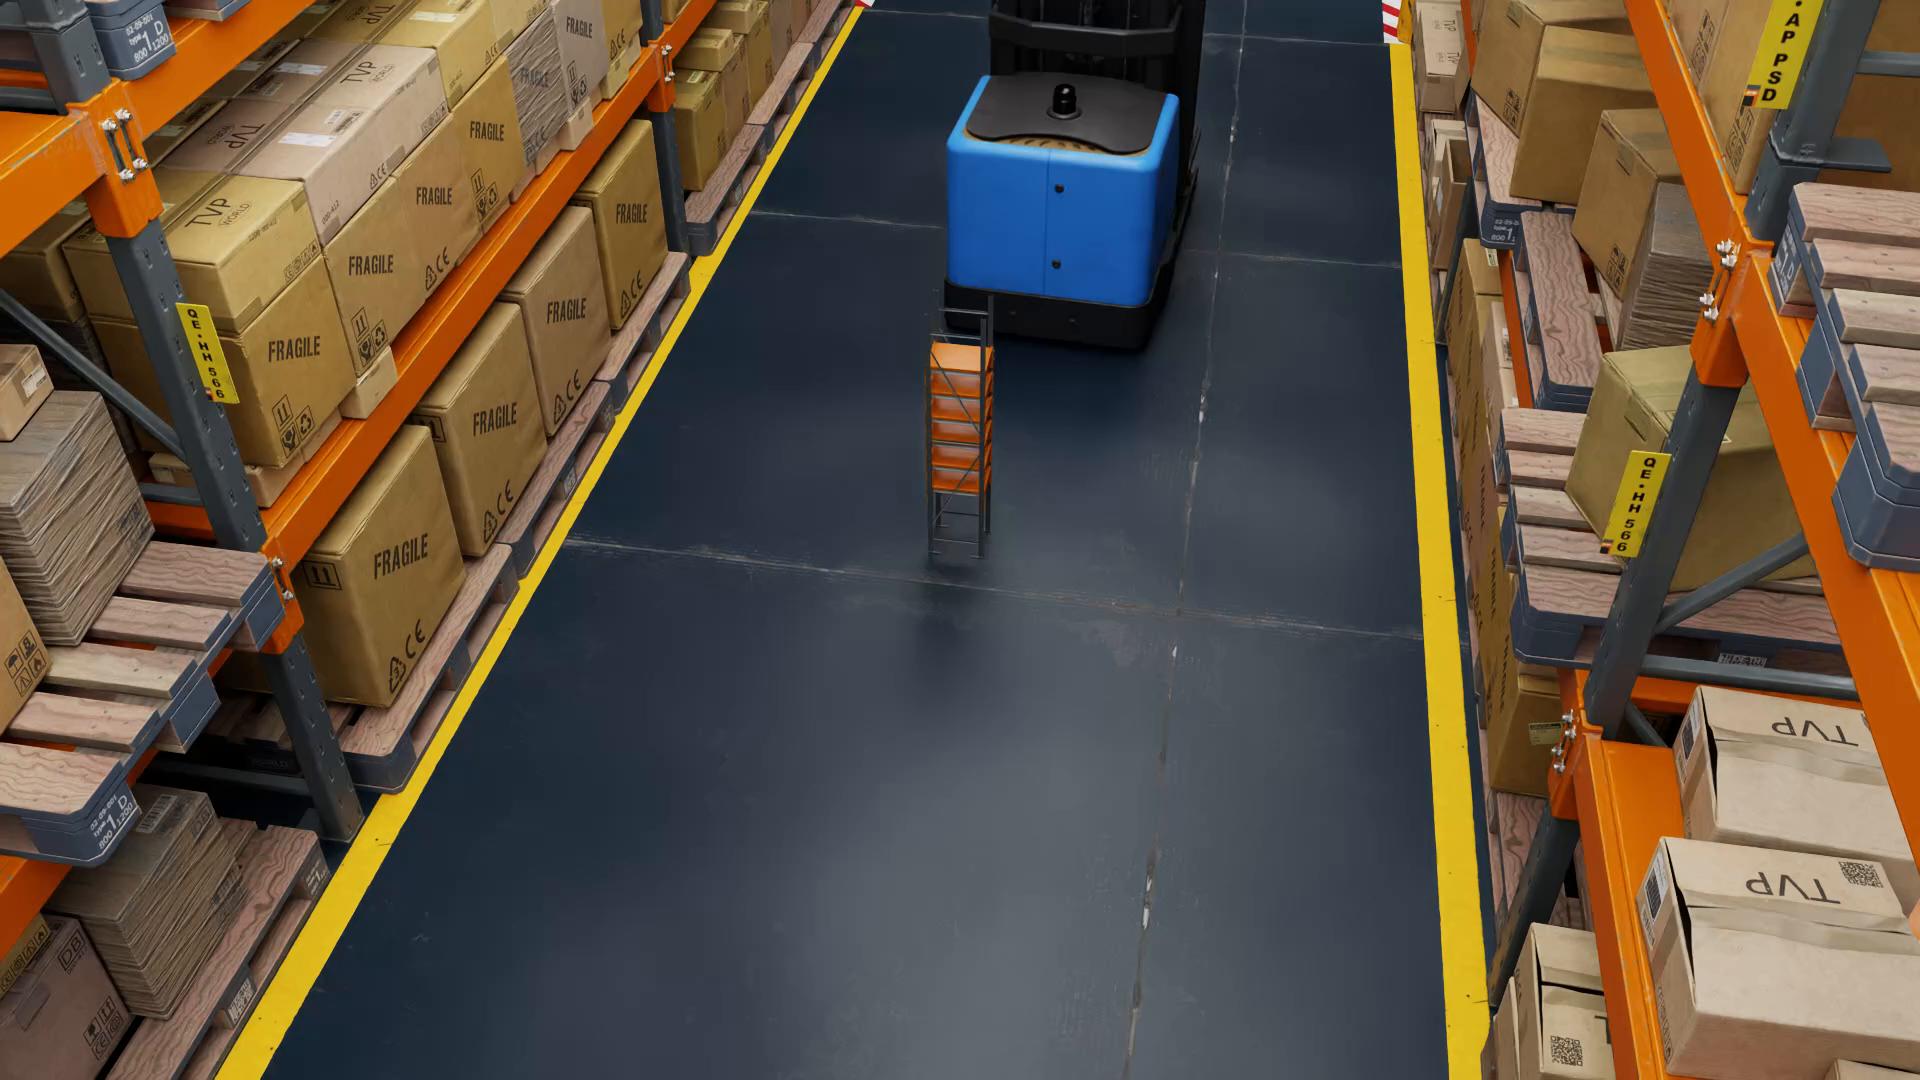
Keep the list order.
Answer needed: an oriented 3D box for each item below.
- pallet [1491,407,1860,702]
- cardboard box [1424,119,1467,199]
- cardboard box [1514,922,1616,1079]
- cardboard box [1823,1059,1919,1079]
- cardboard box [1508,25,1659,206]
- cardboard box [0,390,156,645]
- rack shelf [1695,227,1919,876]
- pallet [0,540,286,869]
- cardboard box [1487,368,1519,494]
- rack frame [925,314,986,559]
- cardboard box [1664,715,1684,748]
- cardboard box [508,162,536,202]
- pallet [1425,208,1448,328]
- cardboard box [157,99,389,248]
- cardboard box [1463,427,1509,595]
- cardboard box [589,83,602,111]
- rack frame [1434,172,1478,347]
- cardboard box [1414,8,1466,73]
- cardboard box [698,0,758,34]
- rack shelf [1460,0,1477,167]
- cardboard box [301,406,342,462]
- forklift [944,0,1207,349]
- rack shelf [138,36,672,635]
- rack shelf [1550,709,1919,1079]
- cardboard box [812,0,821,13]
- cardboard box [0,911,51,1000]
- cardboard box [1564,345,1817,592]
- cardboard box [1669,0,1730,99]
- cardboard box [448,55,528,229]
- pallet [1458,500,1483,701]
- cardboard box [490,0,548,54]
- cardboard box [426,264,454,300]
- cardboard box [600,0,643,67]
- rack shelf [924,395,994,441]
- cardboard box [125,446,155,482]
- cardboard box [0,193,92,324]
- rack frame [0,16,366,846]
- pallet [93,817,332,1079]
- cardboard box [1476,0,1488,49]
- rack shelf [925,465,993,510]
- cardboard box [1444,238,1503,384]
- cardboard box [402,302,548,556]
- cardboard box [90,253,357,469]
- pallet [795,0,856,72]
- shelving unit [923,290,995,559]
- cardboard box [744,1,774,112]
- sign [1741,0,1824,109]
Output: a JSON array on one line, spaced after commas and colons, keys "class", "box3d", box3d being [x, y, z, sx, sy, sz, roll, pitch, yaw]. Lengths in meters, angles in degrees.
[{"class": "pallet", "box3d": [2.272, 0.024, 5.018, 1.213, 0.211, 1.003, 6, 40, 8]}, {"class": "cardboard box", "box3d": [2.865, -2.120, 9.225, 0.500, 0.311, 0.500, 6, 40, 8]}, {"class": "cardboard box", "box3d": [1.844, 1.361, 4.638, 0.500, 0.311, 0.500, 8, 40, 9]}, {"class": "cardboard box", "box3d": [2.059, 1.287, 3.537, 0.380, 0.149, 0.250, 9, 40, 11]}, {"class": "cardboard box", "box3d": [2.557, -1.616, 6.443, 0.700, 0.500, 0.500, 12, 41, 15]}, {"class": "cardboard box", "box3d": [-2.727, -0.073, 4.560, 0.700, 0.500, 0.500, 2, 40, 2]}, {"class": "rack shelf", "box3d": [1.878, 0.760, 2.188, 1.077, 0.370, 4.000, 6, 40, 8]}, {"class": "pallet", "box3d": [-2.674, 0.372, 4.596, 1.213, 0.211, 1.003, 6, 40, 8]}, {"class": "cardboard box", "box3d": [2.333, -0.403, 6.412, 0.500, 0.250, 0.500, 6, 40, 7]}, {"class": "rack frame", "box3d": [-0.018, -0.396, 6.787, 0.240, 1.200, 0.006, 6, 40, 8]}, {"class": "cardboard box", "box3d": [2.669, 0.594, 5.794, 0.500, 0.500, 0.500, 5, 40, 6]}, {"class": "cardboard box", "box3d": [-2.006, -1.546, 6.947, 0.380, 0.149, 0.250, 5, 40, 6]}, {"class": "pallet", "box3d": [3.036, -1.483, 8.879, 1.003, 0.211, 1.213, 6, 40, 8]}, {"class": "cardboard box", "box3d": [-2.231, -1.205, 5.437, 0.500, 0.250, 0.500, 6, 40, 7]}, {"class": "cardboard box", "box3d": [2.329, -0.091, 6.622, 0.500, 0.500, 0.500, 5, 40, 6]}, {"class": "cardboard box", "box3d": [-1.853, -2.020, 7.521, 0.380, 0.149, 0.250, 8, 40, 9]}, {"class": "rack frame", "box3d": [2.916, -2.127, 7.469, 1.000, 3.000, 0.127, 6, 40, 8]}, {"class": "cardboard box", "box3d": [3.148, -3.124, 10.487, 0.500, 0.250, 0.500, 6, 40, 8]}, {"class": "cardboard box", "box3d": [-1.404, -3.100, 9.768, 0.380, 0.149, 0.250, 5, 40, 6]}, {"class": "rack shelf", "box3d": [3.262, -3.105, 9.216, 1.077, 0.370, 4.000, 6, 40, 8]}, {"class": "cardboard box", "box3d": [-2.318, -0.410, 5.573, 0.380, 0.149, 0.250, 7, 40, 8]}, {"class": "forklift", "box3d": [0.759, -3.030, 8.615, 1.130, 2.935, 3.031, 9, 40, 10]}, {"class": "rack shelf", "box3d": [-2.310, -1.139, 6.838, 1.077, 0.370, 4.000, 6, 40, 8]}, {"class": "rack shelf", "box3d": [1.878, 1.916, 3.144, 1.077, 0.370, 4.000, 6, 40, 8]}, {"class": "cardboard box", "box3d": [-1.294, -3.930, 11.281, 0.700, 0.500, 0.500, 6, 40, 8]}, {"class": "cardboard box", "box3d": [-2.889, 1.152, 4.530, 0.500, 0.250, 0.500, 7, 40, 9]}, {"class": "cardboard box", "box3d": [2.222, -0.225, 4.760, 0.700, 0.500, 0.500, -6, 40, -7]}, {"class": "cardboard box", "box3d": [2.355, -1.409, 4.168, 0.910, 0.500, 0.500, 6, 40, 8]}, {"class": "cardboard box", "box3d": [-2.050, -1.565, 6.461, 0.500, 0.500, 0.500, 7, 40, 9]}, {"class": "pallet", "box3d": [2.604, 0.230, 6.806, 1.003, 0.211, 1.213, 6, 40, 8]}, {"class": "cardboard box", "box3d": [-1.979, -2.160, 6.592, 0.500, 0.250, 0.500, 7, 40, 9]}, {"class": "cardboard box", "box3d": [-2.175, -1.063, 6.363, 0.380, 0.149, 0.250, 7, 40, 8]}, {"class": "cardboard box", "box3d": [-1.795, -2.514, 7.610, 0.500, 0.500, 0.500, 6, 40, 7]}, {"class": "rack shelf", "box3d": [-0.002, -0.512, 6.809, 0.258, 0.103, 0.180, 6, 40, 8]}, {"class": "cardboard box", "box3d": [-2.852, -0.304, 5.445, 0.380, 0.149, 0.250, 7, 40, 8]}, {"class": "cardboard box", "box3d": [-2.833, -0.924, 5.097, 0.500, 0.250, 0.500, 7, 40, 9]}, {"class": "rack frame", "box3d": [-2.656, -0.161, 5.090, 1.000, 3.000, 0.127, 6, 40, 8]}, {"class": "pallet", "box3d": [-2.792, 1.404, 5.386, 1.003, 0.211, 1.213, 6, 40, 8]}, {"class": "cardboard box", "box3d": [2.750, -2.508, 7.851, 0.500, 0.500, 0.500, 7, 40, 8]}, {"class": "rack shelf", "box3d": [-0.003, -0.234, 7.038, 0.258, 0.103, 0.180, 6, 40, 8]}, {"class": "cardboard box", "box3d": [2.592, -1.057, 7.790, 0.500, 0.500, 0.500, 5, 40, 6]}, {"class": "cardboard box", "box3d": [-2.241, -0.490, 6.846, 0.750, 0.750, 0.750, 6, 40, 7]}, {"class": "cardboard box", "box3d": [-2.320, -0.598, 5.292, 0.500, 0.500, 0.500, 8, 40, 9]}, {"class": "pallet", "box3d": [-1.333, -3.596, 11.434, 1.003, 0.211, 1.213, 6, 40, 8]}, {"class": "shelving unit", "box3d": [-0.002, -0.453, 6.857, 0.258, 1.200, 0.189, 6, 40, 8]}, {"class": "cardboard box", "box3d": [-1.552, -2.964, 10.114, 0.700, 0.500, 0.500, 7, 40, 9]}, {"class": "sign", "box3d": [1.690, -1.033, 3.386, 0.100, 0.325, 0.005, 6, 40, 8]}]
